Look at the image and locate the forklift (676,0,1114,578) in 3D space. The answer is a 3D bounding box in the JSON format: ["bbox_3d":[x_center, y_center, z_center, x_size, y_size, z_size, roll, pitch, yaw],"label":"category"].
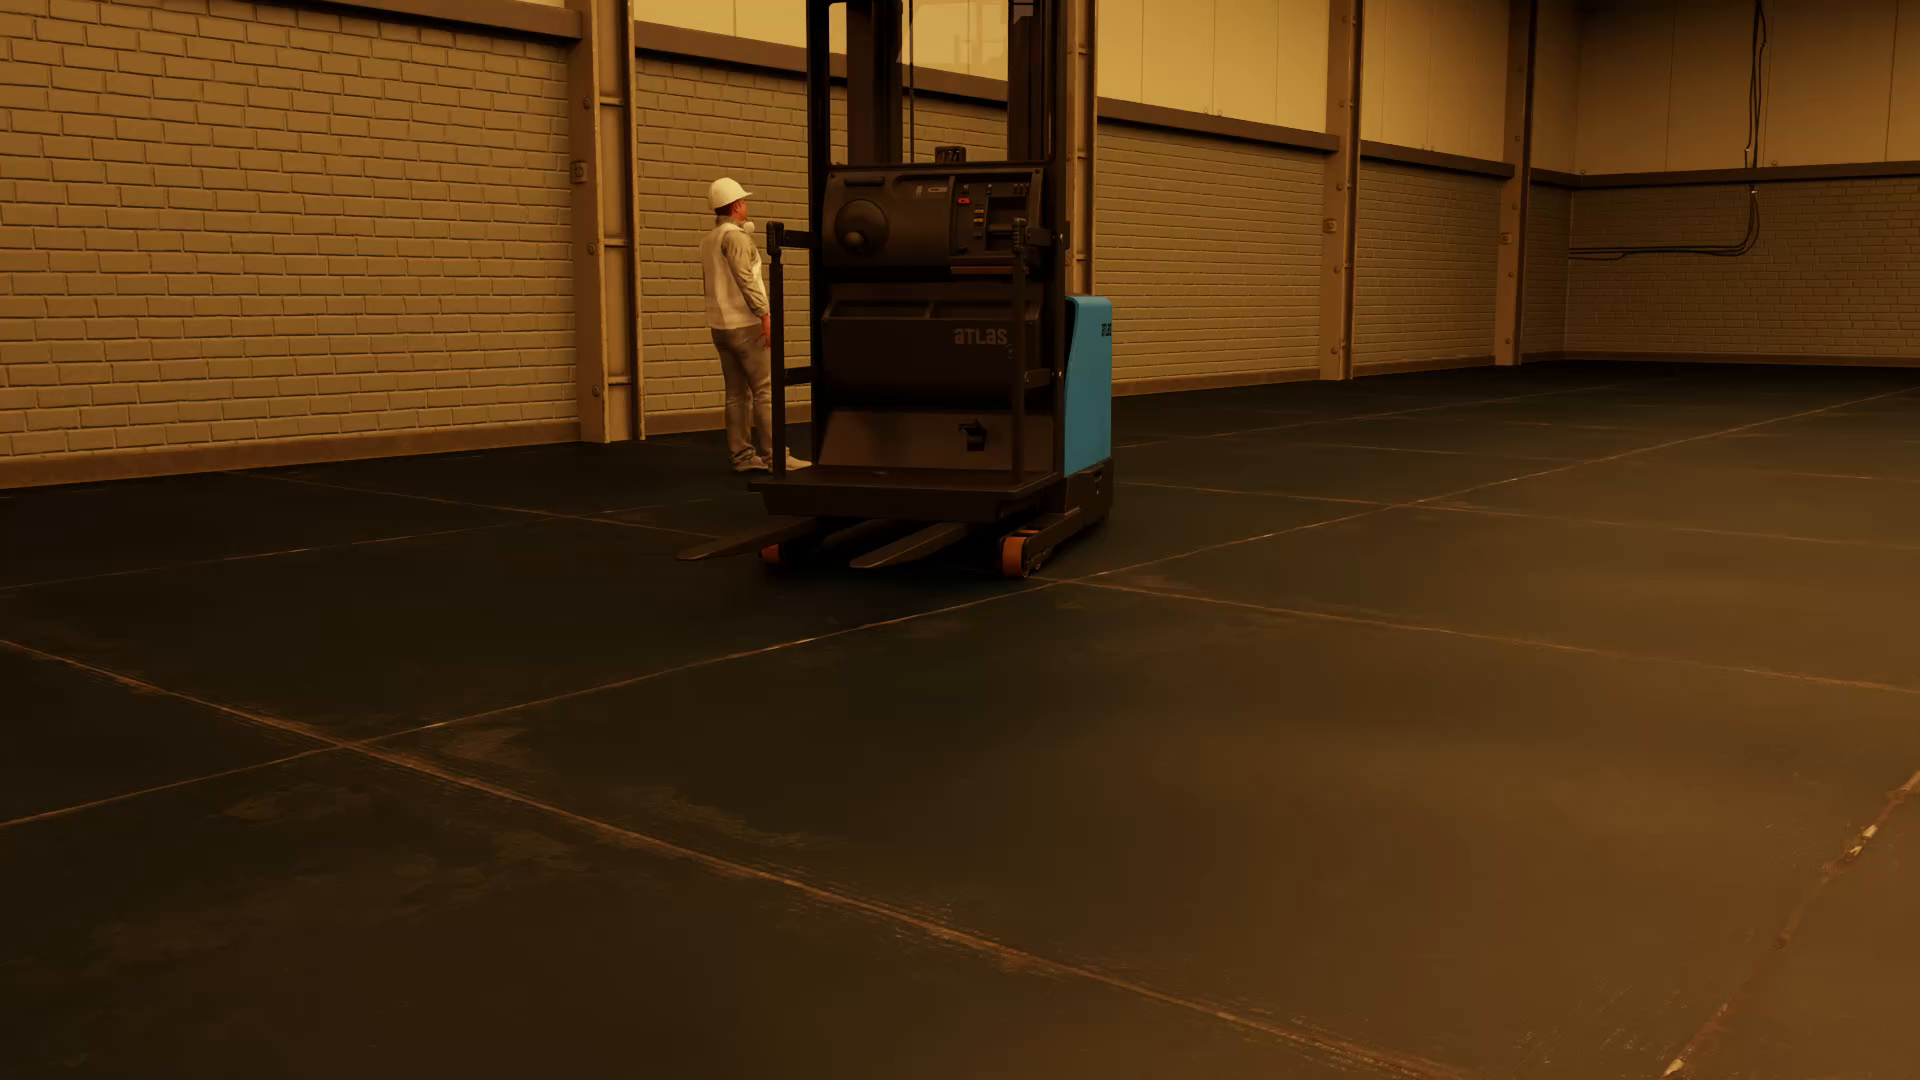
[{"bbox_3d":[-0.176,-1.366,6.616,1.130,2.935,3.031,3,9,17],"label":"forklift"}]

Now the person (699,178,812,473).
[{"bbox_3d":[-1.278,-1.310,10.187,0.569,1.775,0.629,-6,10,-34],"label":"person"}]
